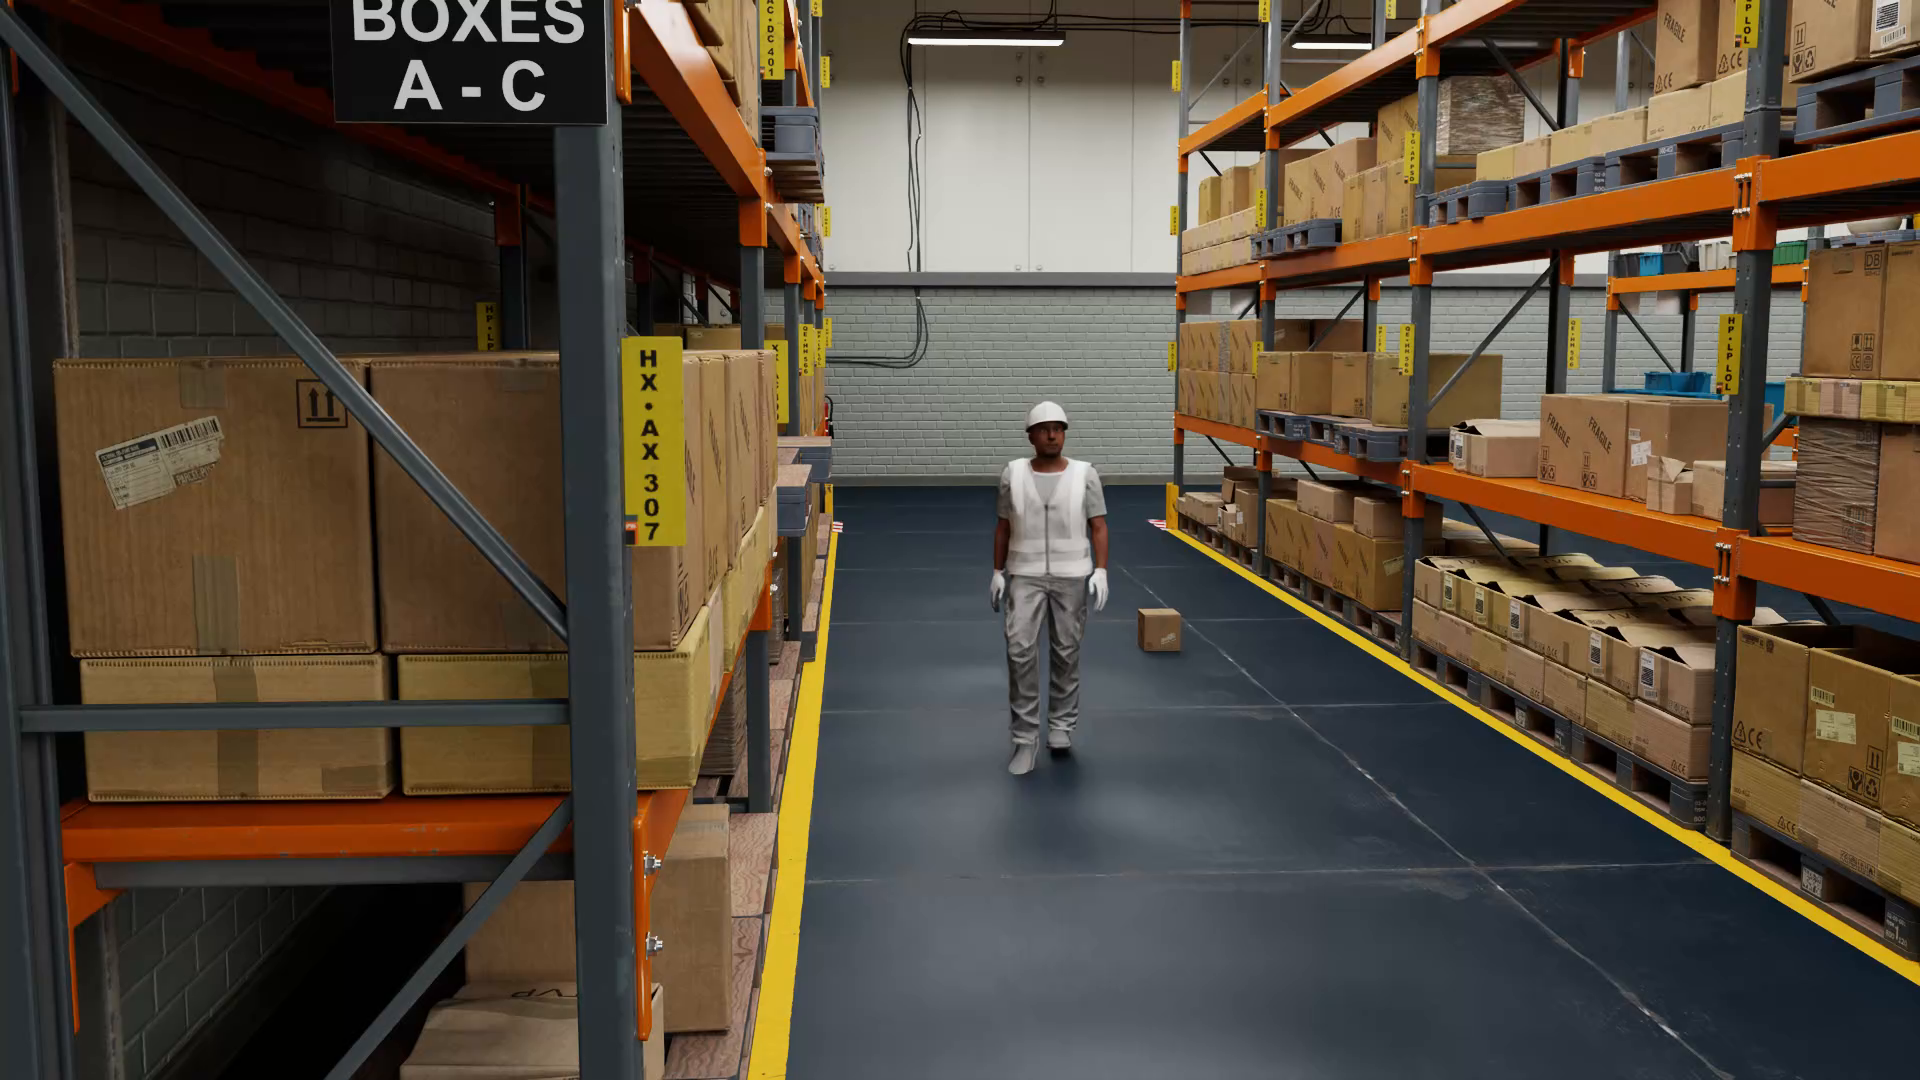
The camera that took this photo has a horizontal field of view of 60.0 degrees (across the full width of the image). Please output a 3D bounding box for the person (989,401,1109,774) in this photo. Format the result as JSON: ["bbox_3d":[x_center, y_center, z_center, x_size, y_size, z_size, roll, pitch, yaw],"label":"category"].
[{"bbox_3d":[0.439,0.238,8.281,0.602,1.846,0.626,0,7,4],"label":"person"}]
